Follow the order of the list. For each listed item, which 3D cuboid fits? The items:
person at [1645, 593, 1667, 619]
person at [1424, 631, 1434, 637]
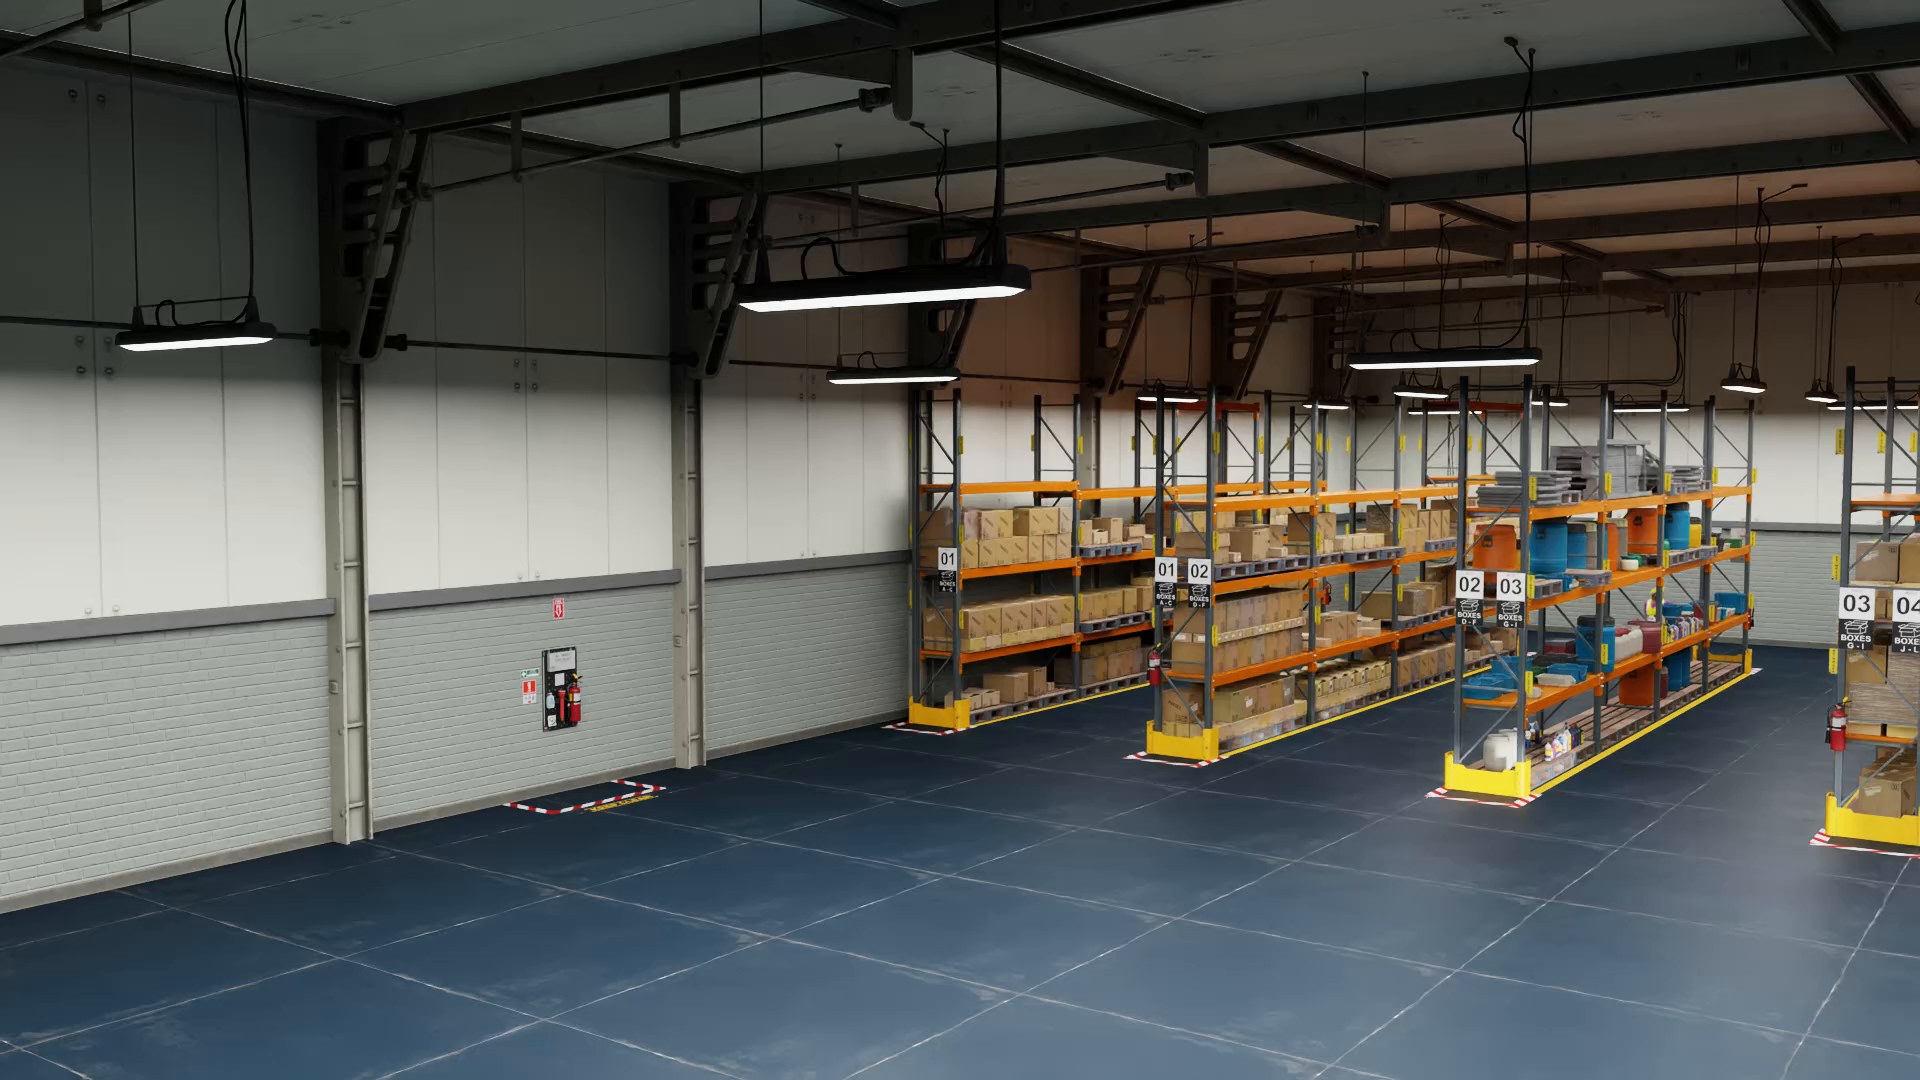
[{"bbox_3d":[15.854,1.973,37.969,0.602,1.688,0.958,3,5,44],"label":"person"},{"bbox_3d":[11.911,1.793,42.120,0.537,1.702,0.382,-2,4,-34],"label":"person"}]
